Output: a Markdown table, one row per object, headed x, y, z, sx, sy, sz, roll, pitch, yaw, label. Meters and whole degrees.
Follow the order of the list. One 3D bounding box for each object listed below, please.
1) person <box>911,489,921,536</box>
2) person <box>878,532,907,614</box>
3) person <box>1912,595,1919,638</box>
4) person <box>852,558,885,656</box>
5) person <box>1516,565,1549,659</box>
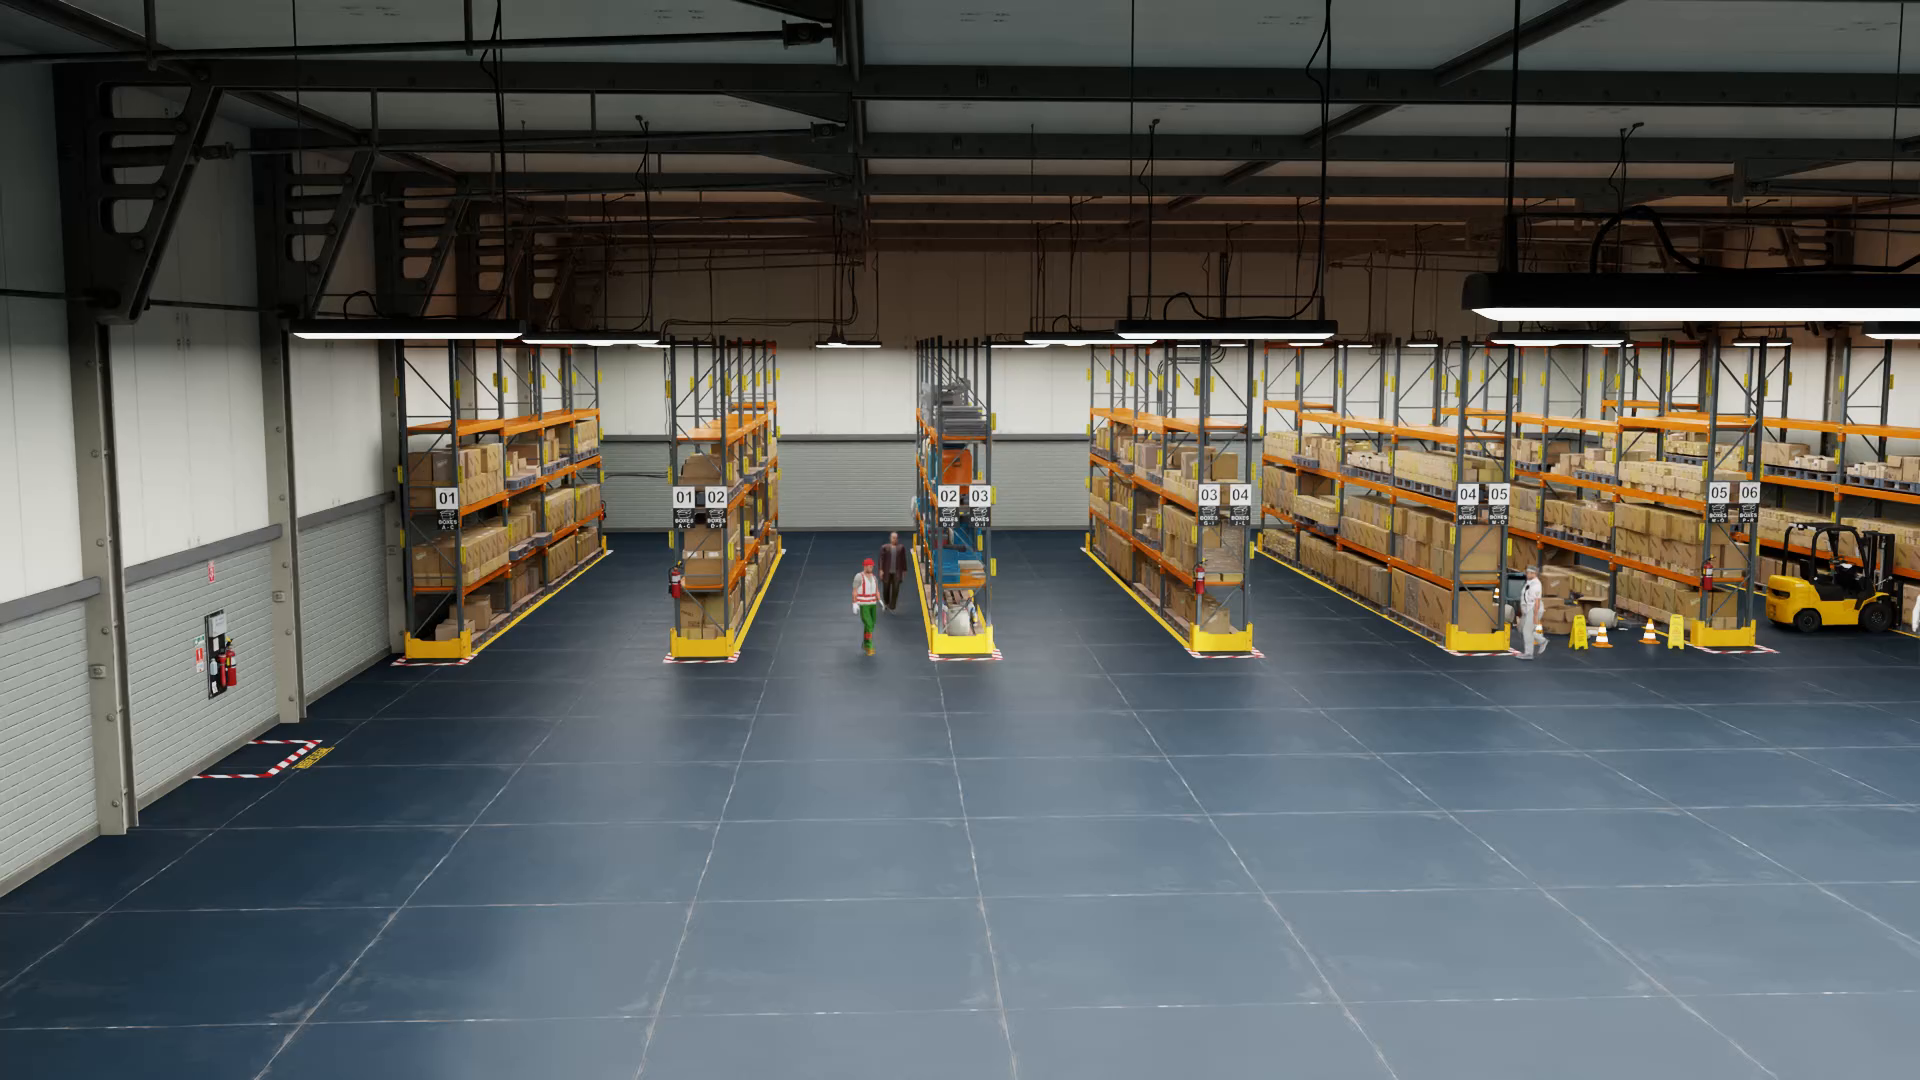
| x | y | z | sx | sy | sz | roll | pitch | yaw | label |
| --- | --- | --- | --- | --- | --- | --- | --- | --- | --- |
| -1.275 | -0.747 | 50.480 | 0.415 | 1.445 | 0.879 | 2 | 7 | 15 | person |
| -1.481 | 0.735 | 36.557 | 0.682 | 1.821 | 0.750 | -1 | 7 | -11 | person |
| 17.395 | 1.514 | 29.874 | 0.518 | 1.610 | 1.045 | 5 | 8 | 38 | person |
| -1.708 | 1.275 | 31.581 | 0.586 | 1.833 | 0.566 | 6 | 9 | 44 | person |
| 10.680 | 1.327 | 30.899 | 0.688 | 1.746 | 0.543 | 0 | 7 | -4 | person |
